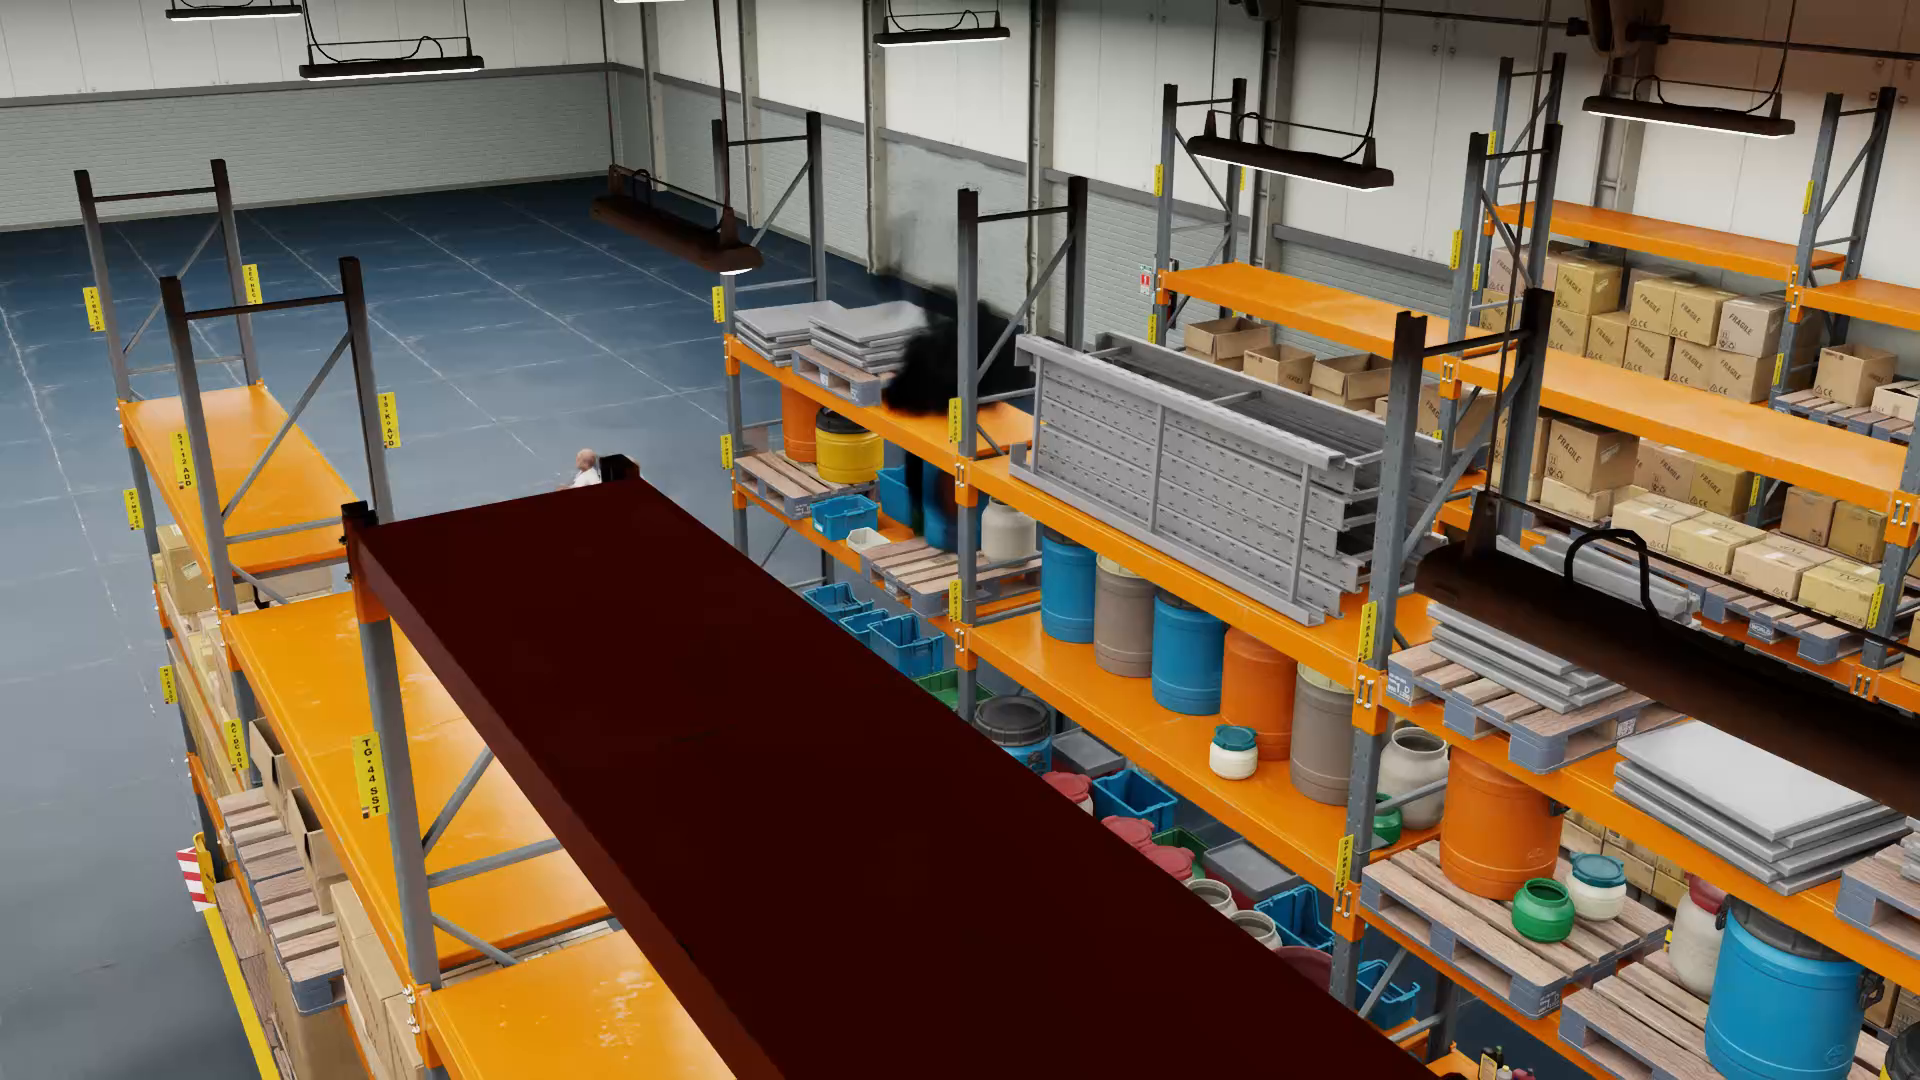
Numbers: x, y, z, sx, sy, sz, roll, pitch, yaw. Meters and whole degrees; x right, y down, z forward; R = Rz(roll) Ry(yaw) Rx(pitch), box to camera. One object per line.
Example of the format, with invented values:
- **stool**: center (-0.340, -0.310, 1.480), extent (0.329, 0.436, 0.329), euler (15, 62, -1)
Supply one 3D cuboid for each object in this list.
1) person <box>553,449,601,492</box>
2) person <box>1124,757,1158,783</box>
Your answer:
- **person**: center (-4.317, -0.189, 19.444), extent (0.862, 1.831, 0.693), euler (-2, 22, -5)
- **person**: center (1.492, 1.519, 14.537), extent (0.540, 1.710, 0.684), euler (19, 29, 39)
